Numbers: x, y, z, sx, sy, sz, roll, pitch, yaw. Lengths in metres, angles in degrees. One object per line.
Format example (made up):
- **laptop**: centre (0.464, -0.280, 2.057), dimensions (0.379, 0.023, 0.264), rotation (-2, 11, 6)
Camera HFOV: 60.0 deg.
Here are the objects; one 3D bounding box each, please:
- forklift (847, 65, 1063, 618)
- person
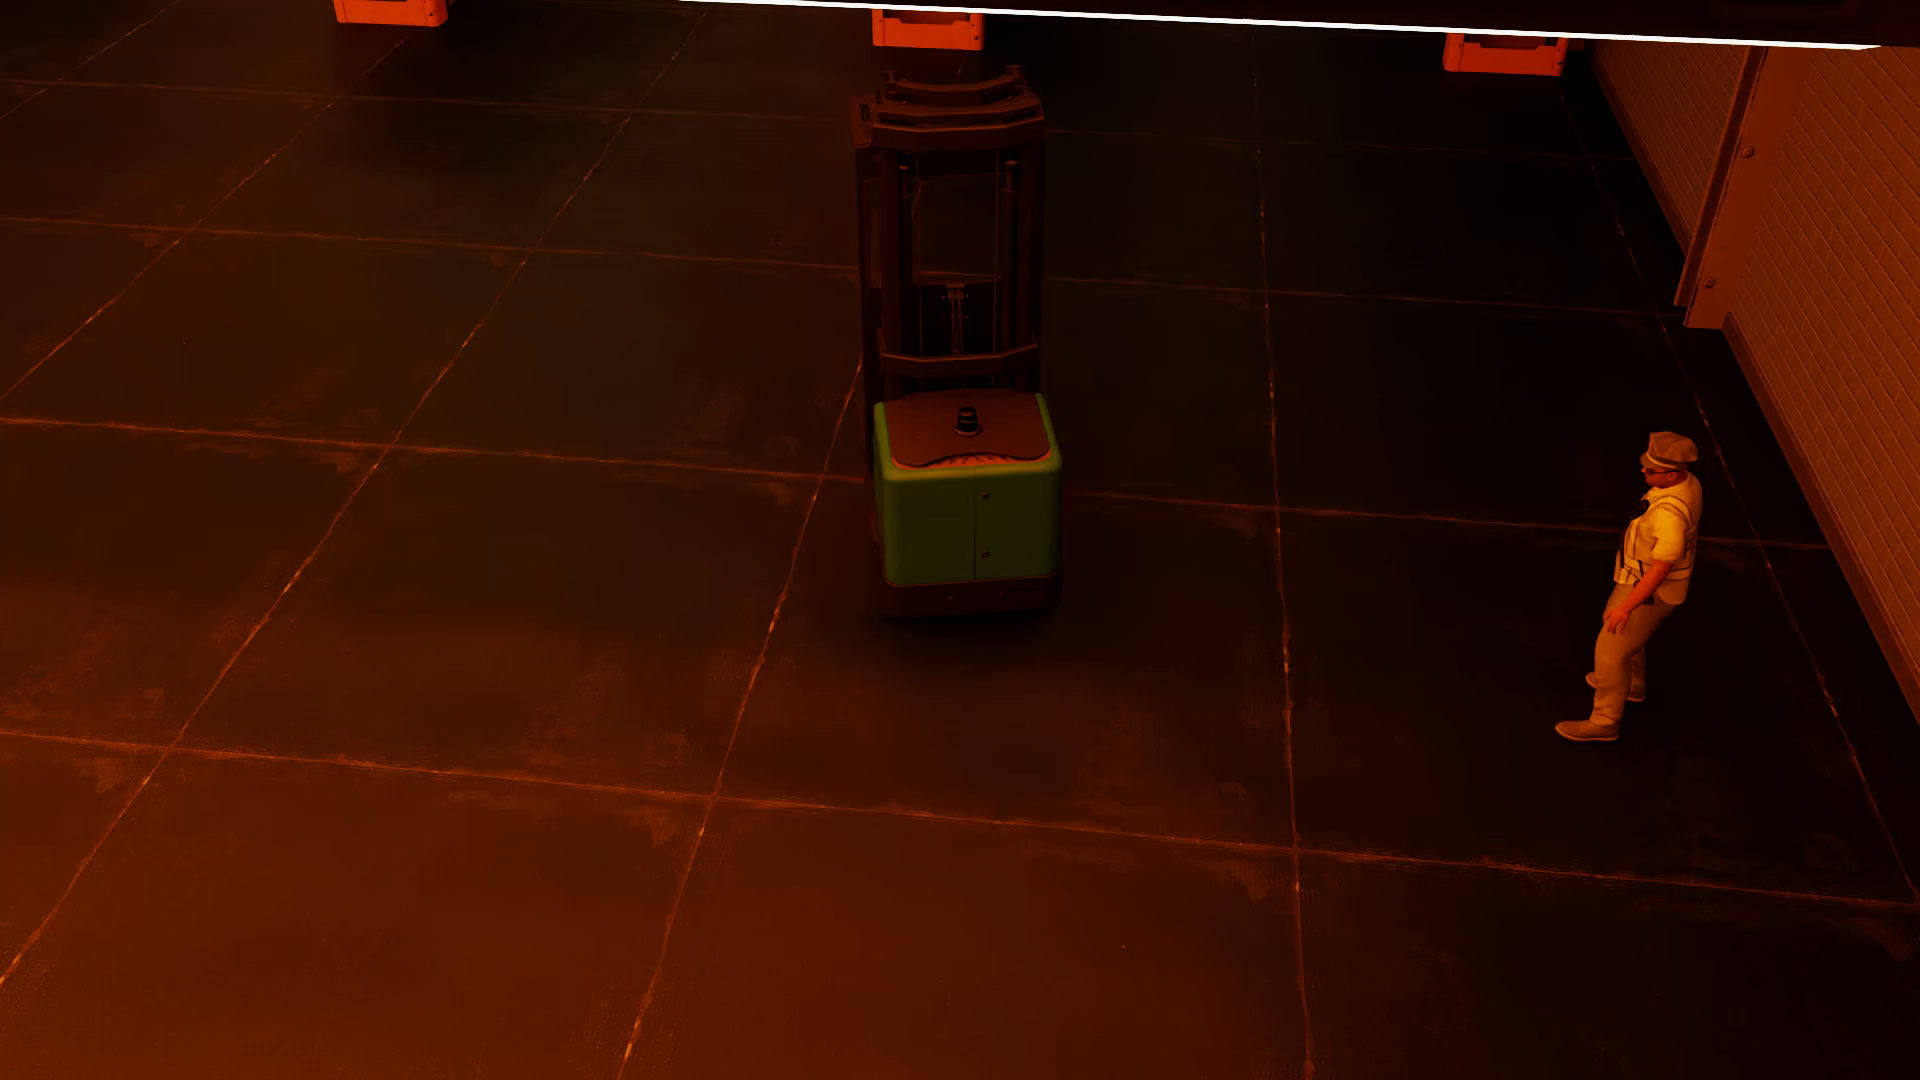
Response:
- **forklift**: centre (-0.085, -1.582, 10.176), dimensions (1.130, 2.935, 3.031), rotation (-4, 37, -5)
- **person**: centre (3.596, 0.220, 8.751), dimensions (0.435, 1.724, 0.794), rotation (16, 39, 20)
